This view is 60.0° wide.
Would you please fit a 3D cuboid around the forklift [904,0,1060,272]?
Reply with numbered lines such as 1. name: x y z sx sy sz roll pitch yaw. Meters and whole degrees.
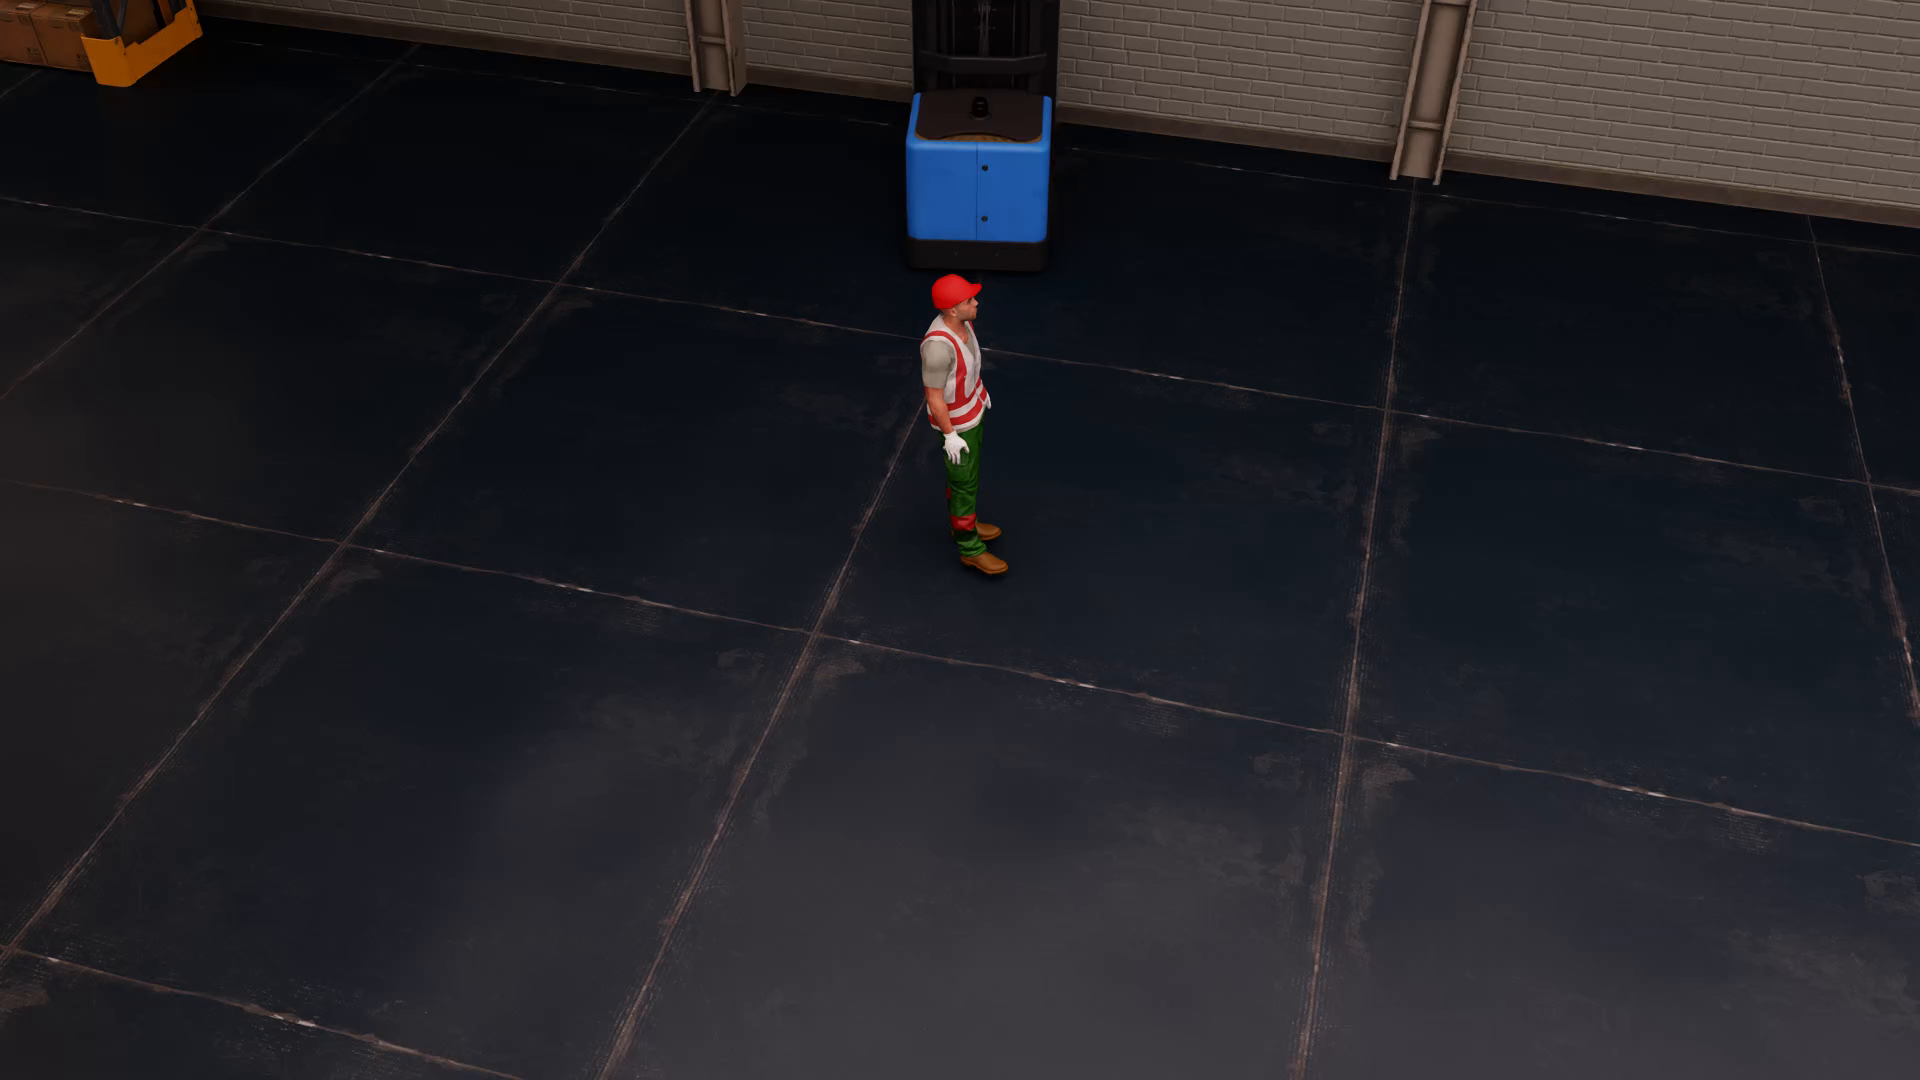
1. forklift: 0.206 -4.034 12.464 1.130 2.935 3.031 2 41 2

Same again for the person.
1. person: 0.075 -0.687 9.439 0.561 1.789 0.637 10 42 11
